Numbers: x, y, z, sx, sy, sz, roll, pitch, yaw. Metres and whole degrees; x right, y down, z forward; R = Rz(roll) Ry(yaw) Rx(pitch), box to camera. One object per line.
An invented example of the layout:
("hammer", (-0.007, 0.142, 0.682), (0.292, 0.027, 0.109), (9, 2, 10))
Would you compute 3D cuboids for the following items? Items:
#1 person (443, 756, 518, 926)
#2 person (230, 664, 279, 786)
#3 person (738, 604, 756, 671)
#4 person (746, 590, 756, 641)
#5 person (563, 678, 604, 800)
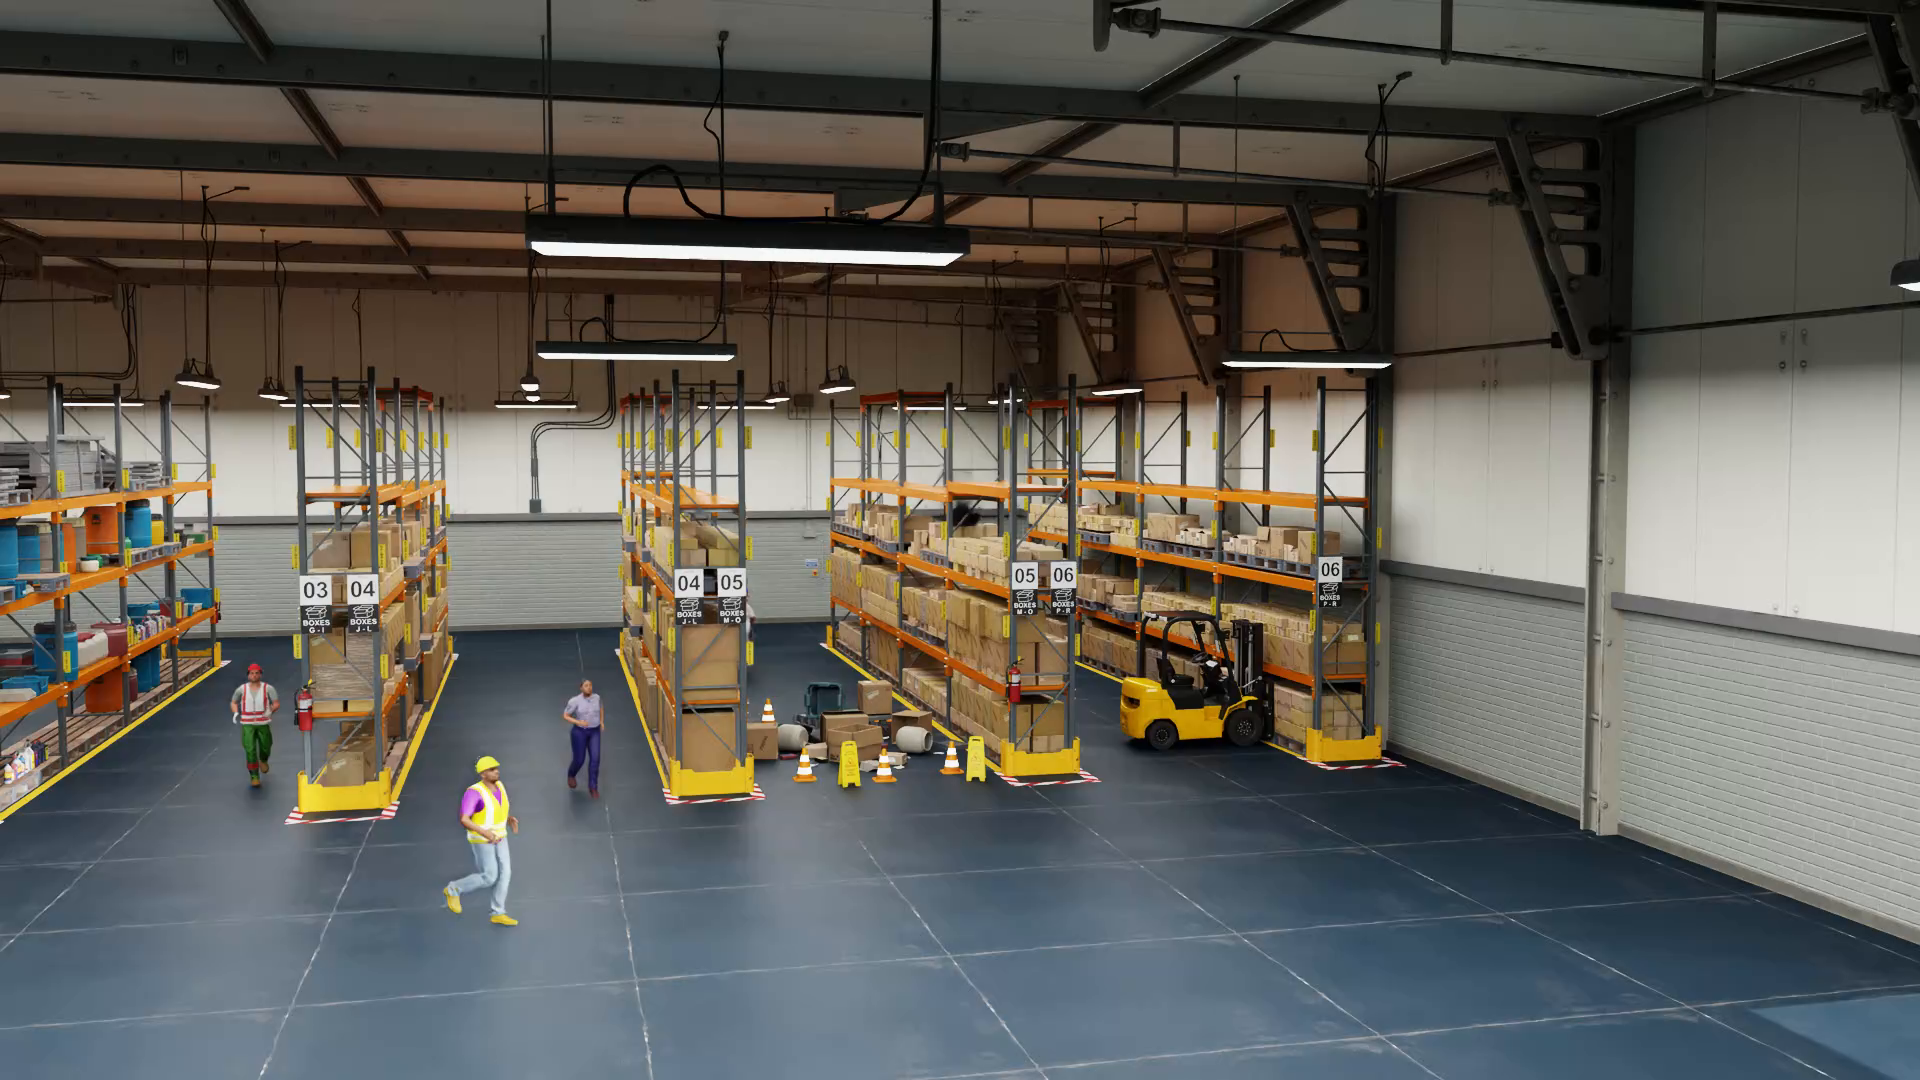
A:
("person", (-4.945, 3.111, 17.295), (0.772, 1.752, 0.705), (1, 4, 20))
("person", (-10.236, 2.688, 24.146), (0.663, 1.748, 0.547), (-1, 4, -21))
("person", (-4.780, 1.979, 36.125), (0.663, 1.739, 0.708), (-1, 4, -22))
("person", (-5.442, 1.738, 41.040), (0.782, 1.713, 0.553), (-1, 3, -9))
("person", (-5.296, 2.792, 23.526), (0.648, 1.686, 0.856), (-2, 4, -34))
